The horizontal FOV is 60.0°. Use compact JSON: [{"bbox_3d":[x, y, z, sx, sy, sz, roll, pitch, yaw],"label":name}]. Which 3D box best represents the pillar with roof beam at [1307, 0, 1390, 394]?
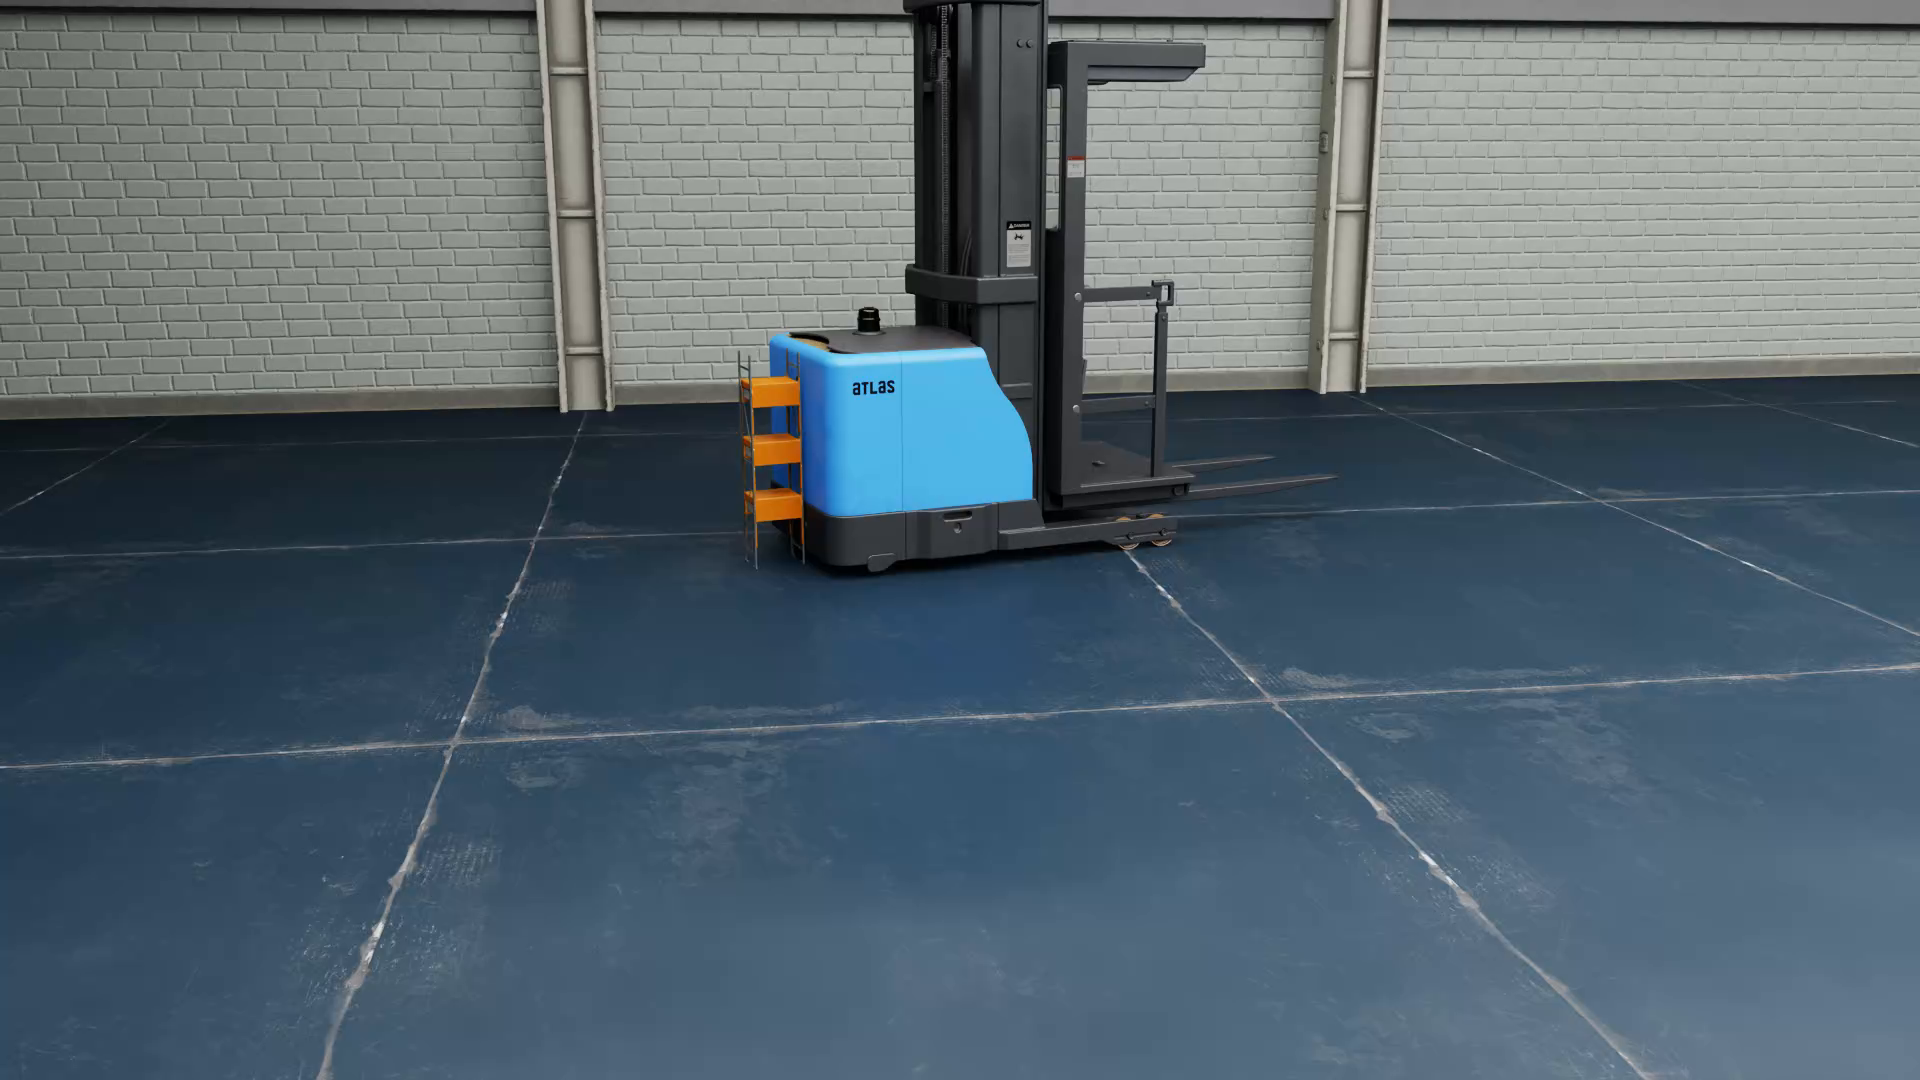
[{"bbox_3d":[3.721,-4.557,8.394,0.400,9.000,9.100,-2,14,-8],"label":"pillar with roof beam"}]

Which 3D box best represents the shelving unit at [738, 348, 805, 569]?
[{"bbox_3d":[-0.925,-0.400,8.160,0.252,1.050,0.215,-6,15,-23],"label":"shelving unit"}]

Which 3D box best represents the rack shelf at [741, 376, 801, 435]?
[{"bbox_3d":[-0.925,-0.665,8.093,0.240,0.259,0.215,-6,15,-23],"label":"rack shelf"}]

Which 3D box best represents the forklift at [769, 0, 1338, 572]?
[{"bbox_3d":[0.572,-1.482,8.606,3.031,2.935,1.130,-6,15,-23],"label":"forklift"}]

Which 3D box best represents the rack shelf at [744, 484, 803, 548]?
[{"bbox_3d":[-0.925,-0.120,8.230,0.240,0.259,0.215,-6,15,-23],"label":"rack shelf"}]

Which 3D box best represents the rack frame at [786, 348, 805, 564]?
[{"bbox_3d":[-0.813,-0.412,8.207,0.008,1.050,0.200,-6,15,-23],"label":"rack frame"}]

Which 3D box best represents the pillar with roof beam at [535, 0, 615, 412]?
[{"bbox_3d":[-2.212,-4.340,7.527,0.400,9.000,9.100,-2,14,-8],"label":"pillar with roof beam"}]

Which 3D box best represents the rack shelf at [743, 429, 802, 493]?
[{"bbox_3d":[-0.925,-0.390,8.162,0.240,0.259,0.215,-6,15,-23],"label":"rack shelf"}]

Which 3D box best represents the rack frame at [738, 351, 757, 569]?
[{"bbox_3d":[-1.037,-0.388,8.113,0.008,1.050,0.200,-6,15,-23],"label":"rack frame"}]
